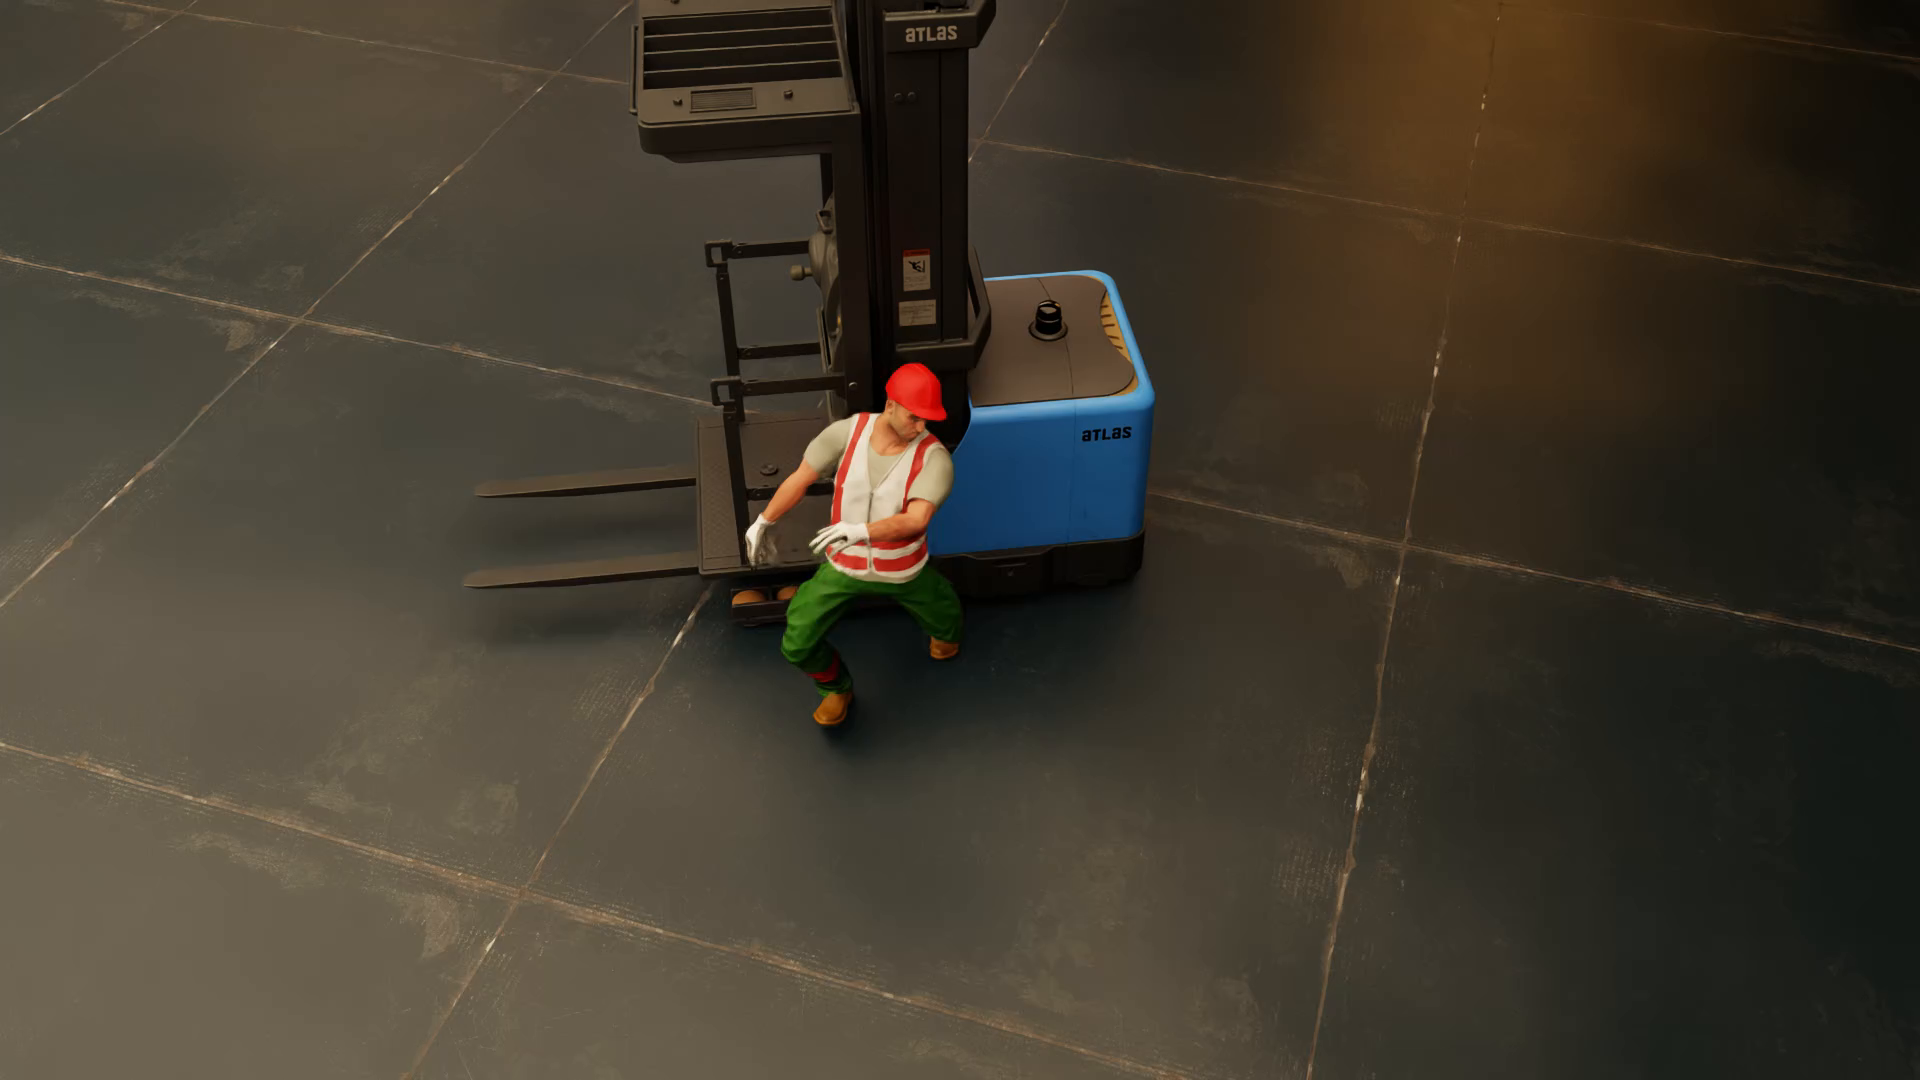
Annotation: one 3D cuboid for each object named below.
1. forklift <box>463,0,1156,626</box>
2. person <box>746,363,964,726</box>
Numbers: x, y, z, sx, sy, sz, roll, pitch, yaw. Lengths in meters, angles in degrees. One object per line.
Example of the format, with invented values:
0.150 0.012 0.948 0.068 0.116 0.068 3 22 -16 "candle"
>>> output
-0.724 -1.072 6.842 3.031 2.935 1.130 -5 43 -6 "forklift"
-0.414 0.066 6.571 0.863 1.602 0.855 2 43 3 "person"
